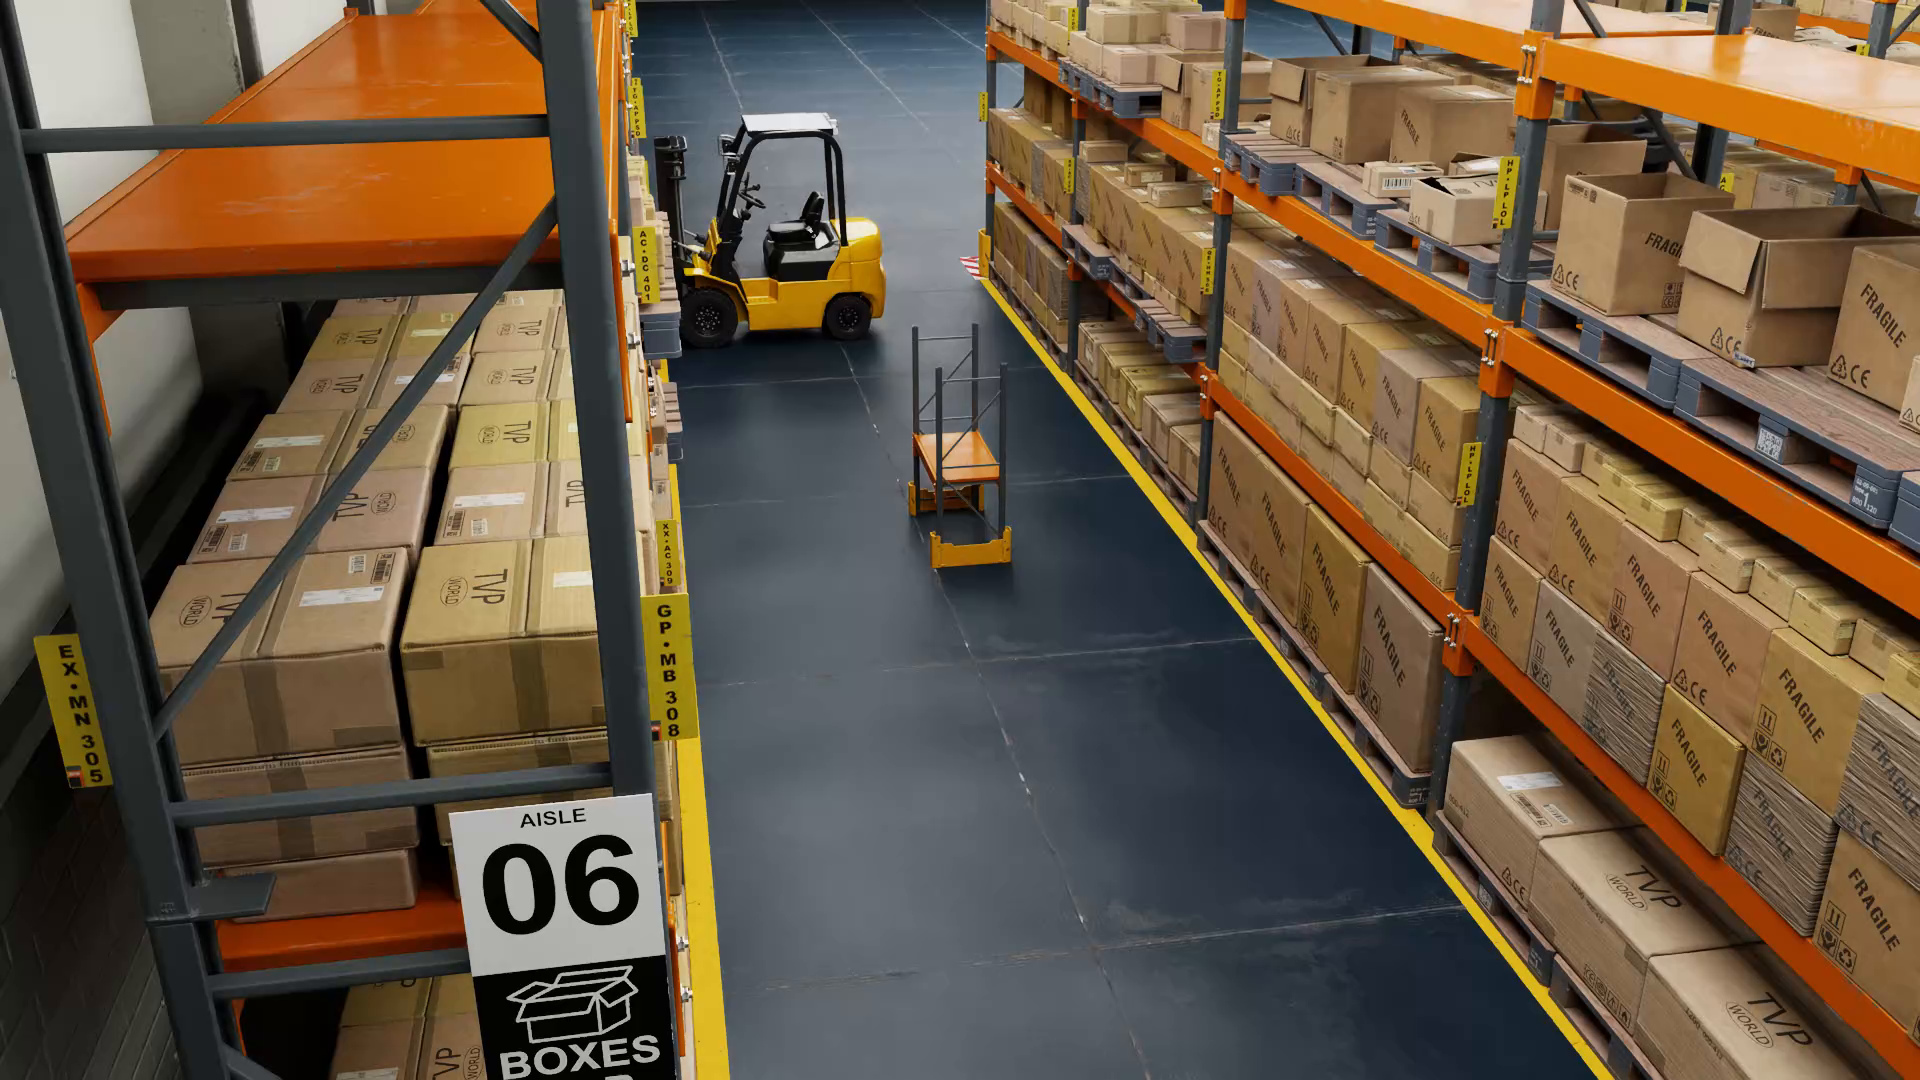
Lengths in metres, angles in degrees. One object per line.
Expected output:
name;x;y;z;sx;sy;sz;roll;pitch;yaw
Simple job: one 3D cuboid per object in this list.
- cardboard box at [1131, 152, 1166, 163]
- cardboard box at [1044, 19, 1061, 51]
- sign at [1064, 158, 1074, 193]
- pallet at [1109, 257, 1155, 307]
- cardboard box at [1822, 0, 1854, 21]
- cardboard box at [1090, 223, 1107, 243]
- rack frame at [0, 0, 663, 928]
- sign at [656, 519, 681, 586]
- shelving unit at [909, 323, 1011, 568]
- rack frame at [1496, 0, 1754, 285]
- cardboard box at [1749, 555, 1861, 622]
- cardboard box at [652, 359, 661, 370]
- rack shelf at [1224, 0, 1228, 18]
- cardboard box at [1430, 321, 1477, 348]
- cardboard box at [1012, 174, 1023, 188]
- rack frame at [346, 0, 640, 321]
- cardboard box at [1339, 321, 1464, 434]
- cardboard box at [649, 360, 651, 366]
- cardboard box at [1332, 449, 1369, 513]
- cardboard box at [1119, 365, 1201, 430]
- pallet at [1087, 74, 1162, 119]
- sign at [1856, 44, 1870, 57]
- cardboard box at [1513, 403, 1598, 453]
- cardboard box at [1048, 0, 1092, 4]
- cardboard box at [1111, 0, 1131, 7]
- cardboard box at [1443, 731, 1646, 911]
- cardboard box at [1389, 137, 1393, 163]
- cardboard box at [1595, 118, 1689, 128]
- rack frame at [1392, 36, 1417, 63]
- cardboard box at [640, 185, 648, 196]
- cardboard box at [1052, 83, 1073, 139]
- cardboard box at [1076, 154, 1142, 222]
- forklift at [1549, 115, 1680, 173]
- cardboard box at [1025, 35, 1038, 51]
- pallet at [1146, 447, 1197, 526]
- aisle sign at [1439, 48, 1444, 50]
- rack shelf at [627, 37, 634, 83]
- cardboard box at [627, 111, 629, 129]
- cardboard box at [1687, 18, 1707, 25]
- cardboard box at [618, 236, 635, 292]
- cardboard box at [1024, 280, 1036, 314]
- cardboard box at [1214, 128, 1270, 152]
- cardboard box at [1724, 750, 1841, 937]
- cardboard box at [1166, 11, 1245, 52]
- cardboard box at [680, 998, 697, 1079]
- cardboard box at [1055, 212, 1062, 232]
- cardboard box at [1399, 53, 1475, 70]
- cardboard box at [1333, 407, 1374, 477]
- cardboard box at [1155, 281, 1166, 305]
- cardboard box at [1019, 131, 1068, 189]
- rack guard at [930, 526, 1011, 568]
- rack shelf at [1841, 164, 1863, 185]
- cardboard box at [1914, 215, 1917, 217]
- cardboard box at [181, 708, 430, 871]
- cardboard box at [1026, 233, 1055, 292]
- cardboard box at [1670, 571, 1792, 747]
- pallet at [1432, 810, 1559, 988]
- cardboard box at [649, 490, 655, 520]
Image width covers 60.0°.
cardboard box;1.854;-3.227;15.111;0.500;0.500;0.500;-5;24;-11
cardboard box;1.103;-4.811;15.829;0.500;0.250;0.500;-5;24;-11
sign;1.012;-3.370;15.380;0.100;0.325;0.005;-4;24;-10
pallet;1.877;-2.131;13.864;1.003;0.211;1.213;-4;24;-10
cardboard box;10.479;-6.218;19.422;0.500;0.250;0.500;-5;24;-11
cardboard box;1.373;-2.754;14.841;0.380;0.149;0.250;-4;24;-9
rack frame;-1.115;-0.677;2.799;1.000;3.000;0.127;-4;24;-10
sign;-1.323;0.059;7.528;0.100;0.325;0.005;-4;24;-10
shelving unit;-0.014;-0.717;12.261;0.587;1.500;1.083;-4;24;-10
rack frame;3.023;-2.619;7.246;1.000;3.000;0.127;-4;24;-10
cardboard box;3.179;0.173;6.163;0.380;0.149;0.250;-4;24;-8
cardboard box;-3.098;-1.795;15.766;0.500;0.250;0.500;-4;24;-9
rack shelf;1.913;-4.466;12.874;1.077;0.370;4.000;-4;24;-10
cardboard box;3.012;-0.964;9.578;0.500;0.500;0.500;-5;24;-11
cardboard box;0.776;-3.915;18.022;0.380;0.149;0.250;-4;24;-8
rack frame;-1.855;-2.250;6.402;1.000;3.000;0.127;-4;24;-10
cardboard box;2.516;-0.935;9.511;0.500;0.500;0.500;-4;24;-8
cardboard box;-2.524;-1.397;12.130;0.500;0.250;0.500;-5;24;-11
cardboard box;2.524;-0.359;9.755;0.500;0.250;0.500;-5;24;-11
cardboard box;1.909;-1.243;14.349;0.950;0.372;0.625;-4;24;-8
pallet;1.748;-3.647;13.582;1.213;0.211;1.003;-4;24;-10
sign;6.582;-3.459;12.173;0.100;0.325;0.005;-4;24;-10
cardboard box;2.826;-0.528;7.769;0.380;0.149;0.250;-5;24;-11
cardboard box;1.062;-5.159;16.126;0.380;0.149;0.250;-5;24;-11
cardboard box;1.667;-5.100;15.991;0.380;0.149;0.250;-4;24;-10
cardboard box;3.033;1.367;8.292;0.875;0.438;0.875;-5;24;-11
cardboard box;2.882;-2.433;10.211;0.396;0.266;0.258;-5;24;-11
cardboard box;6.487;-3.732;15.916;0.700;0.500;0.500;-5;24;-11
rack frame;5.650;-4.996;20.184;1.000;3.000;0.127;-4;24;-10
cardboard box;-1.677;-1.587;7.923;0.380;0.149;0.250;-5;24;-11
cardboard box;1.350;-4.447;17.180;0.700;0.500;0.500;-4;24;-10
cardboard box;1.348;-3.186;15.018;0.500;0.500;0.500;-4;24;-8
forklift;4.692;-1.945;13.284;1.130;2.935;3.031;-4;24;-9
cardboard box;0.877;-5.086;16.957;0.380;0.149;0.250;-5;24;-11
pallet;2.140;-0.473;13.312;1.003;0.211;1.213;-4;24;-10
aisle sign;5.931;-6.238;19.779;0.394;0.787;0.004;-4;24;-10
rack shelf;-3.704;-4.479;16.152;1.077;0.370;4.000;-4;24;-10
cardboard box;-2.240;-2.586;10.236;0.380;0.149;0.250;-4;24;-8
cardboard box;6.834;-4.498;14.833;0.500;0.250;0.500;-5;24;-10
cardboard box;-1.525;-0.992;6.459;0.500;0.250;0.500;-4;24;-10
cardboard box;0.972;-2.571;17.542;0.500;0.250;0.500;-4;24;-9
cardboard box;2.018;-2.811;11.748;0.380;0.149;0.250;-4;24;-10
cardboard box;3.230;1.087;6.130;0.500;0.500;0.500;-4;24;-8
cardboard box;1.986;-4.126;13.482;0.500;0.250;0.500;-4;24;-9
cardboard box;-1.028;1.608;4.879;0.500;0.250;0.500;-4;24;-9
cardboard box;1.131;-3.103;16.164;0.380;0.149;0.250;-4;24;-9
cardboard box;5.680;-5.411;19.597;0.875;0.550;0.550;-4;24;-10
cardboard box;2.501;-0.585;9.647;0.500;0.250;0.500;-4;24;-8
cardboard box;1.741;-1.928;12.948;0.380;0.149;0.250;-5;24;-12
cardboard box;0.915;-3.962;17.320;0.500;0.500;0.500;-5;24;-11
rack guard;0.078;0.051;12.063;0.587;0.250;0.087;-4;24;-10
rack shelf;7.499;-2.108;10.722;1.077;0.370;4.000;-4;24;-10
cardboard box;10.883;-3.643;19.685;0.500;0.500;0.500;-2;24;-5
cardboard box;-1.465;0.475;3.725;0.500;0.250;0.500;-5;24;-11
cardboard box;0.979;-2.906;17.373;0.500;0.500;0.500;-3;24;-7
cardboard box;3.134;0.431;6.383;0.500;0.500;0.500;-4;24;-10
pallet;3.086;1.713;8.307;1.003;0.211;1.213;-4;24;-10
cardboard box;-1.184;-0.038;5.397;0.380;0.149;0.250;-4;24;-9
